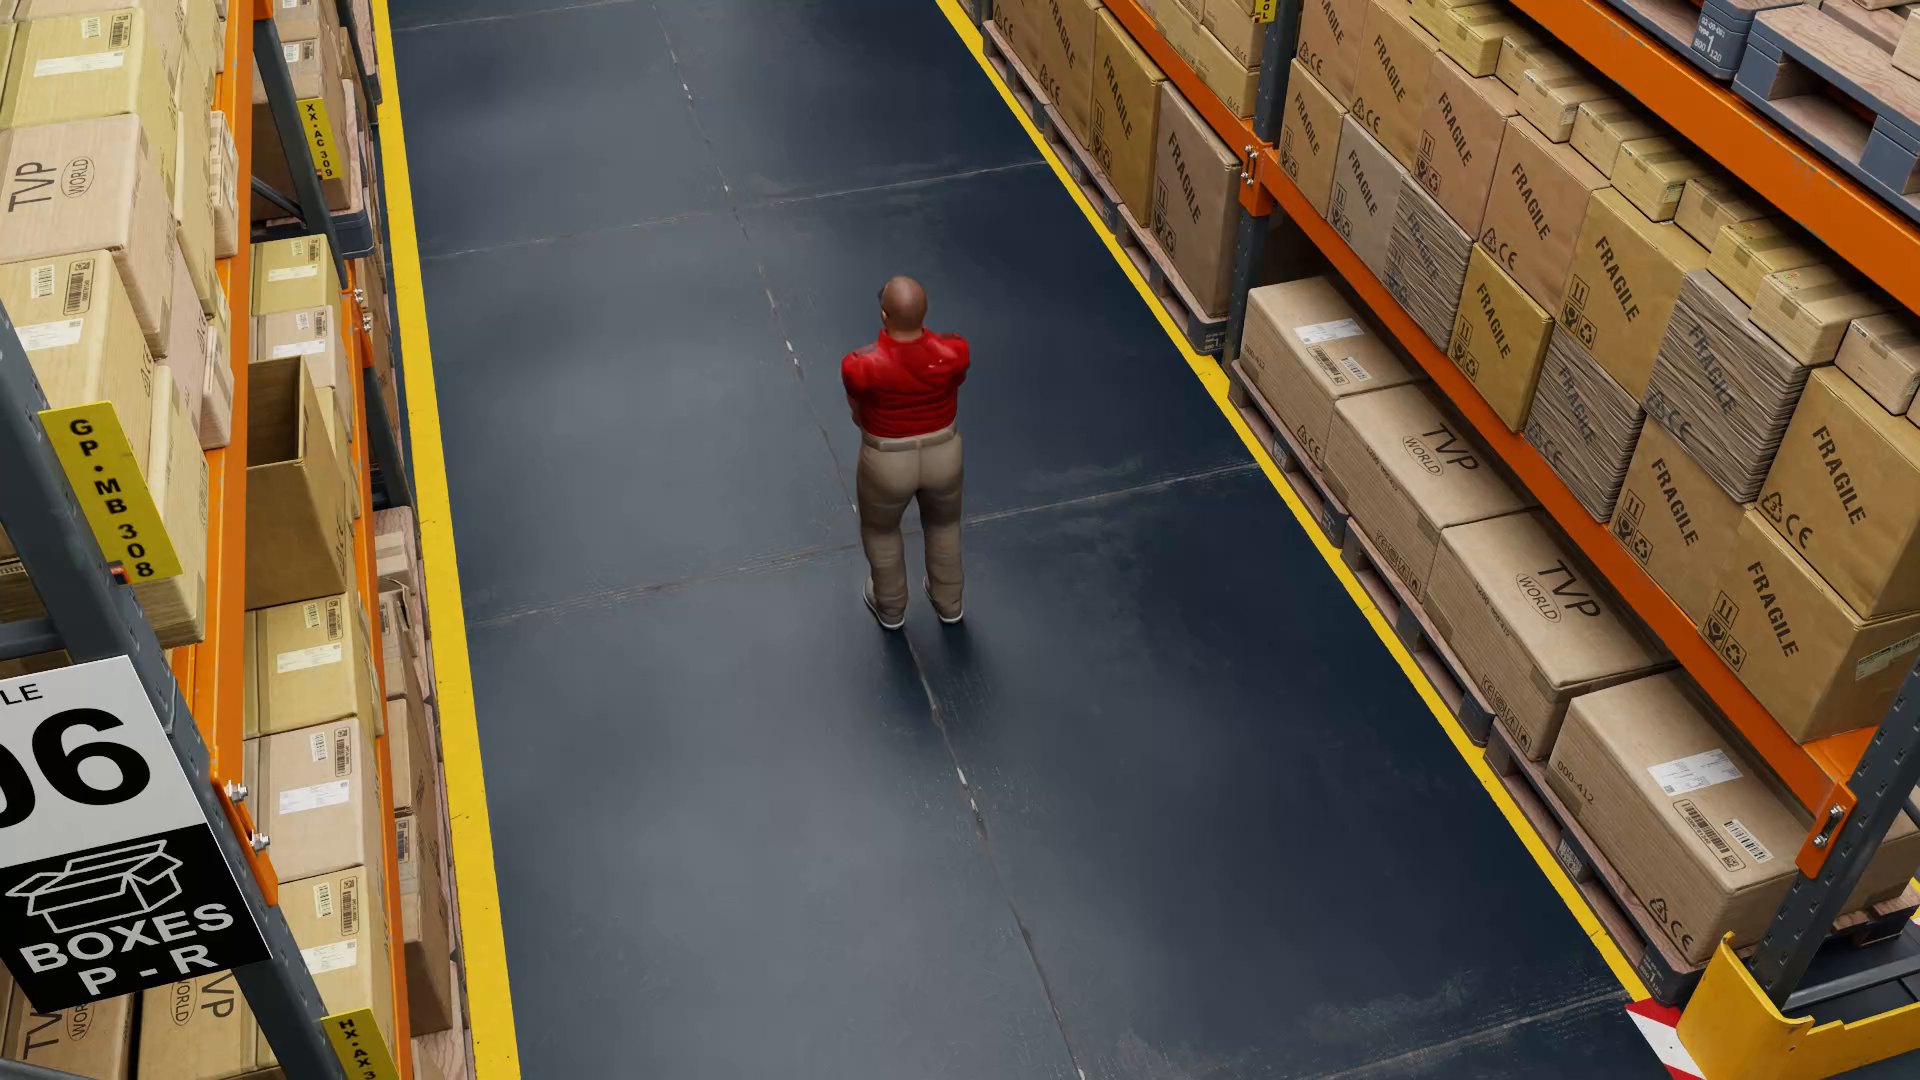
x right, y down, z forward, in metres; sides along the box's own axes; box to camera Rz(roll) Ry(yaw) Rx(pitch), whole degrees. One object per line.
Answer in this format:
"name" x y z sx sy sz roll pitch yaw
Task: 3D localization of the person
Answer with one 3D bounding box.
"person" -0.235 -0.703 6.314 0.494 0.852 0.523 -11 43 -12
